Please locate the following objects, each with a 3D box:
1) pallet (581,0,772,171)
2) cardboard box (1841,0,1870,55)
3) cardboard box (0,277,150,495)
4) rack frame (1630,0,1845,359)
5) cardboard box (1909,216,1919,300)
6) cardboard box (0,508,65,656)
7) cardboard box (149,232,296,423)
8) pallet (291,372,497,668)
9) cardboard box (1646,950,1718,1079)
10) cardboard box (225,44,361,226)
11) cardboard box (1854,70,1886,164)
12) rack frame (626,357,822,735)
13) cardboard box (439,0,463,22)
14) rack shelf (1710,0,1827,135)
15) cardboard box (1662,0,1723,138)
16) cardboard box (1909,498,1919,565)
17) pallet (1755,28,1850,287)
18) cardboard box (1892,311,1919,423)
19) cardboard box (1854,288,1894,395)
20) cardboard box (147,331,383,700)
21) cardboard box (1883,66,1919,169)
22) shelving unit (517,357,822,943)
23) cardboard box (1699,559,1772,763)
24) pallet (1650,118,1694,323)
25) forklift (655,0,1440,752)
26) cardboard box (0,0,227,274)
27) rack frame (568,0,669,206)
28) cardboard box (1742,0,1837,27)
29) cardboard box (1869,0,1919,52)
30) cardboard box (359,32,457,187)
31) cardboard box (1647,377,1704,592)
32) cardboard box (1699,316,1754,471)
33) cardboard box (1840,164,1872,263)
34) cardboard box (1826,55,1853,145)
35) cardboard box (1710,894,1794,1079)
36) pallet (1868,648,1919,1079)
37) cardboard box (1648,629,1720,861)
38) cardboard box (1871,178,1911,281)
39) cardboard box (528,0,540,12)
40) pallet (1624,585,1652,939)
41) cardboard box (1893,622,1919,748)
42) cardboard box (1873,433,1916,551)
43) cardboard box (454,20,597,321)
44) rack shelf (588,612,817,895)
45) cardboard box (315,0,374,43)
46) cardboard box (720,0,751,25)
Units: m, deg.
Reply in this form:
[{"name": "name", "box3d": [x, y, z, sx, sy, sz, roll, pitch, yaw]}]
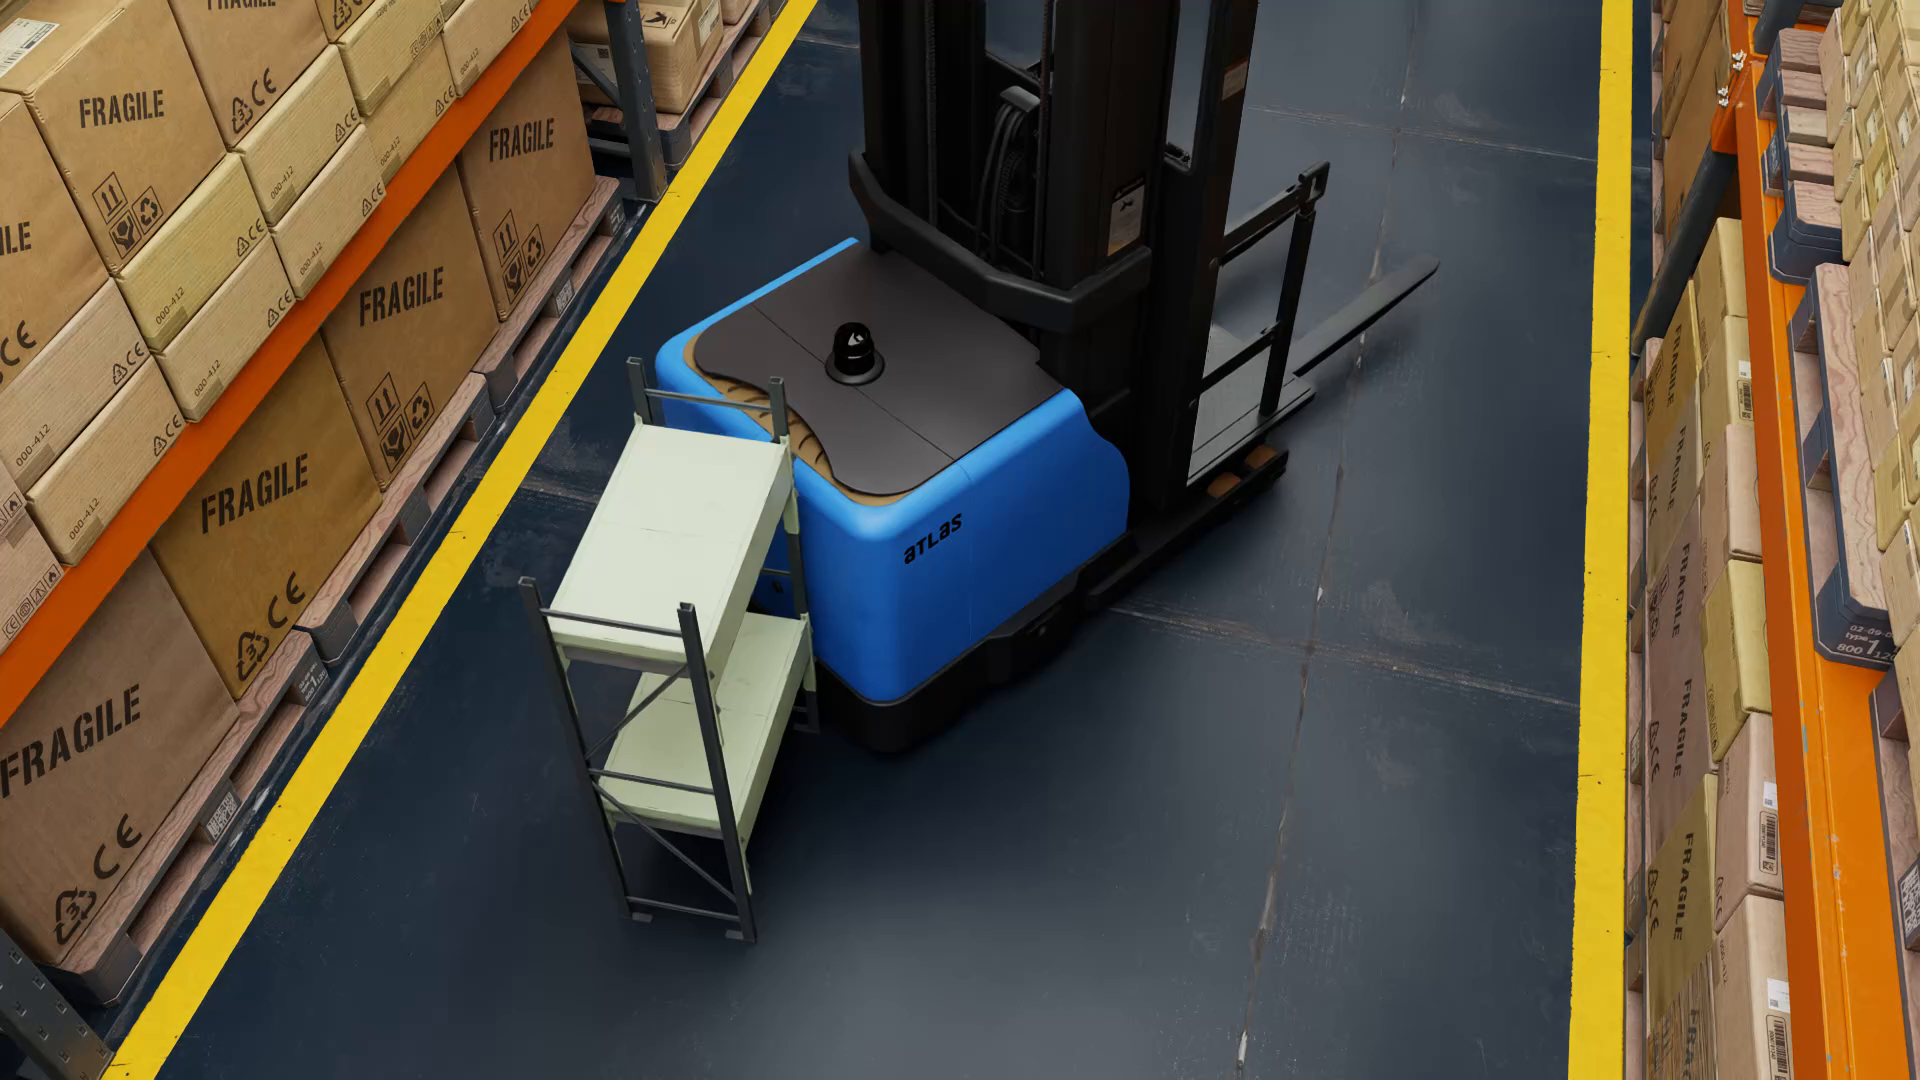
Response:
[{"name": "pallet", "box3d": [-1.529, -2.184, 7.537, 1.003, 0.211, 1.213, 12, 50, 10]}, {"name": "cardboard box", "box3d": [2.745, -1.482, 4.747, 0.380, 0.149, 0.250, 14, 50, 12]}, {"name": "cardboard box", "box3d": [-2.291, -0.409, 3.877, 0.500, 0.250, 0.500, 12, 50, 11]}, {"name": "rack frame", "box3d": [3.066, -1.638, 5.195, 1.000, 3.000, 0.127, 12, 50, 10]}, {"name": "cardboard box", "box3d": [2.413, -0.644, 3.808, 0.380, 0.149, 0.250, 13, 50, 11]}, {"name": "cardboard box", "box3d": [-2.419, 0.135, 3.730, 0.500, 0.250, 0.500, 11, 49, 9]}, {"name": "cardboard box", "box3d": [-2.134, -0.607, 4.385, 0.500, 0.250, 0.500, 11, 50, 10]}, {"name": "pallet", "box3d": [-2.340, -0.184, 5.771, 1.003, 0.211, 1.213, 12, 50, 10]}, {"name": "cardboard box", "box3d": [1.964, 1.359, 3.937, 0.500, 0.500, 0.500, 11, 49, 9]}, {"name": "cardboard box", "box3d": [-2.002, -1.135, 4.518, 0.500, 0.250, 0.500, 10, 49, 9]}, {"name": "cardboard box", "box3d": [2.608, -1.092, 4.402, 0.380, 0.149, 0.250, 10, 49, 9]}, {"name": "rack frame", "box3d": [-0.633, 0.076, 4.683, 0.400, 1.500, 0.023, 9, 49, 8]}, {"name": "cardboard box", "box3d": [-1.750, -1.885, 5.180, 0.500, 0.250, 0.500, 10, 49, 9]}, {"name": "rack shelf", "box3d": [3.592, -2.846, 6.741, 1.077, 0.370, 4.000, 12, 50, 10]}, {"name": "cardboard box", "box3d": [3.539, -2.088, 6.813, 1.050, 0.750, 0.750, 12, 50, 11]}, {"name": "cardboard box", "box3d": [2.201, 0.018, 3.422, 0.380, 0.149, 0.250, 9, 49, 8]}, {"name": "pallet", "box3d": [2.981, -1.038, 4.793, 1.213, 0.211, 1.003, 12, 50, 10]}, {"name": "cardboard box", "box3d": [2.340, -0.354, 3.751, 0.380, 0.149, 0.250, 13, 50, 11]}, {"name": "cardboard box", "box3d": [2.406, -0.450, 4.034, 0.380, 0.149, 0.250, 12, 50, 11]}, {"name": "cardboard box", "box3d": [-2.473, -0.203, 5.066, 0.875, 0.875, 0.875, 13, 50, 11]}, {"name": "cardboard box", "box3d": [2.550, -1.032, 4.151, 0.380, 0.149, 0.250, 10, 49, 8]}, {"name": "shelving unit", "box3d": [-0.705, 0.345, 4.445, 0.431, 1.500, 0.755, 9, 49, 8]}, {"name": "cardboard box", "box3d": [2.238, 0.353, 4.325, 0.500, 0.250, 0.500, 10, 49, 8]}, {"name": "pallet", "box3d": [3.346, -1.271, 6.731, 1.003, 0.211, 1.213, 12, 50, 10]}, {"name": "forklift", "box3d": [0.517, -1.304, 4.946, 3.031, 2.935, 1.130, -35, 57, -27]}, {"name": "cardboard box", "box3d": [-2.155, -1.010, 3.907, 0.500, 0.500, 0.500, 10, 49, 9]}, {"name": "rack frame", "box3d": [-1.737, -2.542, 5.993, 1.000, 3.000, 0.127, 12, 50, 10]}, {"name": "cardboard box", "box3d": [2.925, -2.050, 5.492, 0.500, 0.500, 0.500, 12, 50, 10]}, {"name": "cardboard box", "box3d": [2.689, -1.400, 4.475, 0.380, 0.149, 0.250, 10, 49, 9]}, {"name": "cardboard box", "box3d": [-1.887, -1.341, 5.033, 0.500, 0.250, 0.500, 11, 50, 10]}, {"name": "cardboard box", "box3d": [2.504, -0.124, 5.246, 0.500, 0.500, 0.500, 12, 50, 10]}, {"name": "cardboard box", "box3d": [2.517, -0.380, 4.972, 0.500, 0.250, 0.500, 11, 49, 10]}, {"name": "cardboard box", "box3d": [2.542, -0.825, 4.365, 0.380, 0.149, 0.250, 14, 50, 12]}, {"name": "cardboard box", "box3d": [2.682, -1.216, 4.710, 0.380, 0.149, 0.250, 14, 50, 12]}, {"name": "cardboard box", "box3d": [1.965, 1.107, 3.659, 0.500, 0.250, 0.500, 10, 49, 9]}, {"name": "pallet", "box3d": [2.354, 0.795, 3.176, 1.003, 0.211, 1.213, 12, 50, 10]}, {"name": "cardboard box", "box3d": [2.239, 0.617, 4.592, 0.500, 0.500, 0.500, 11, 49, 9]}, {"name": "cardboard box", "box3d": [2.476, -0.729, 4.082, 0.380, 0.149, 0.250, 12, 50, 10]}, {"name": "cardboard box", "box3d": [-1.619, -2.075, 5.681, 0.500, 0.250, 0.500, 10, 49, 9]}, {"name": "pallet", "box3d": [2.535, 0.729, 4.965, 1.003, 0.211, 1.213, 12, 50, 10]}, {"name": "cardboard box", "box3d": [2.128, 0.324, 3.351, 0.380, 0.149, 0.250, 9, 49, 8]}, {"name": "cardboard box", "box3d": [2.266, -0.070, 3.698, 0.380, 0.149, 0.250, 14, 50, 12]}, {"name": "cardboard box", "box3d": [-1.999, -1.494, 6.205, 0.875, 0.875, 0.875, 11, 50, 10]}, {"name": "rack shelf", "box3d": [-0.705, 0.561, 4.690, 0.431, 0.370, 0.720, 9, 49, 8]}, {"name": "cardboard box", "box3d": [-1.885, -1.749, 4.560, 0.500, 0.500, 0.500, 12, 50, 10]}, {"name": "cardboard box", "box3d": [-1.392, -2.753, 7.652, 0.950, 0.372, 0.625, 11, 49, 9]}]
